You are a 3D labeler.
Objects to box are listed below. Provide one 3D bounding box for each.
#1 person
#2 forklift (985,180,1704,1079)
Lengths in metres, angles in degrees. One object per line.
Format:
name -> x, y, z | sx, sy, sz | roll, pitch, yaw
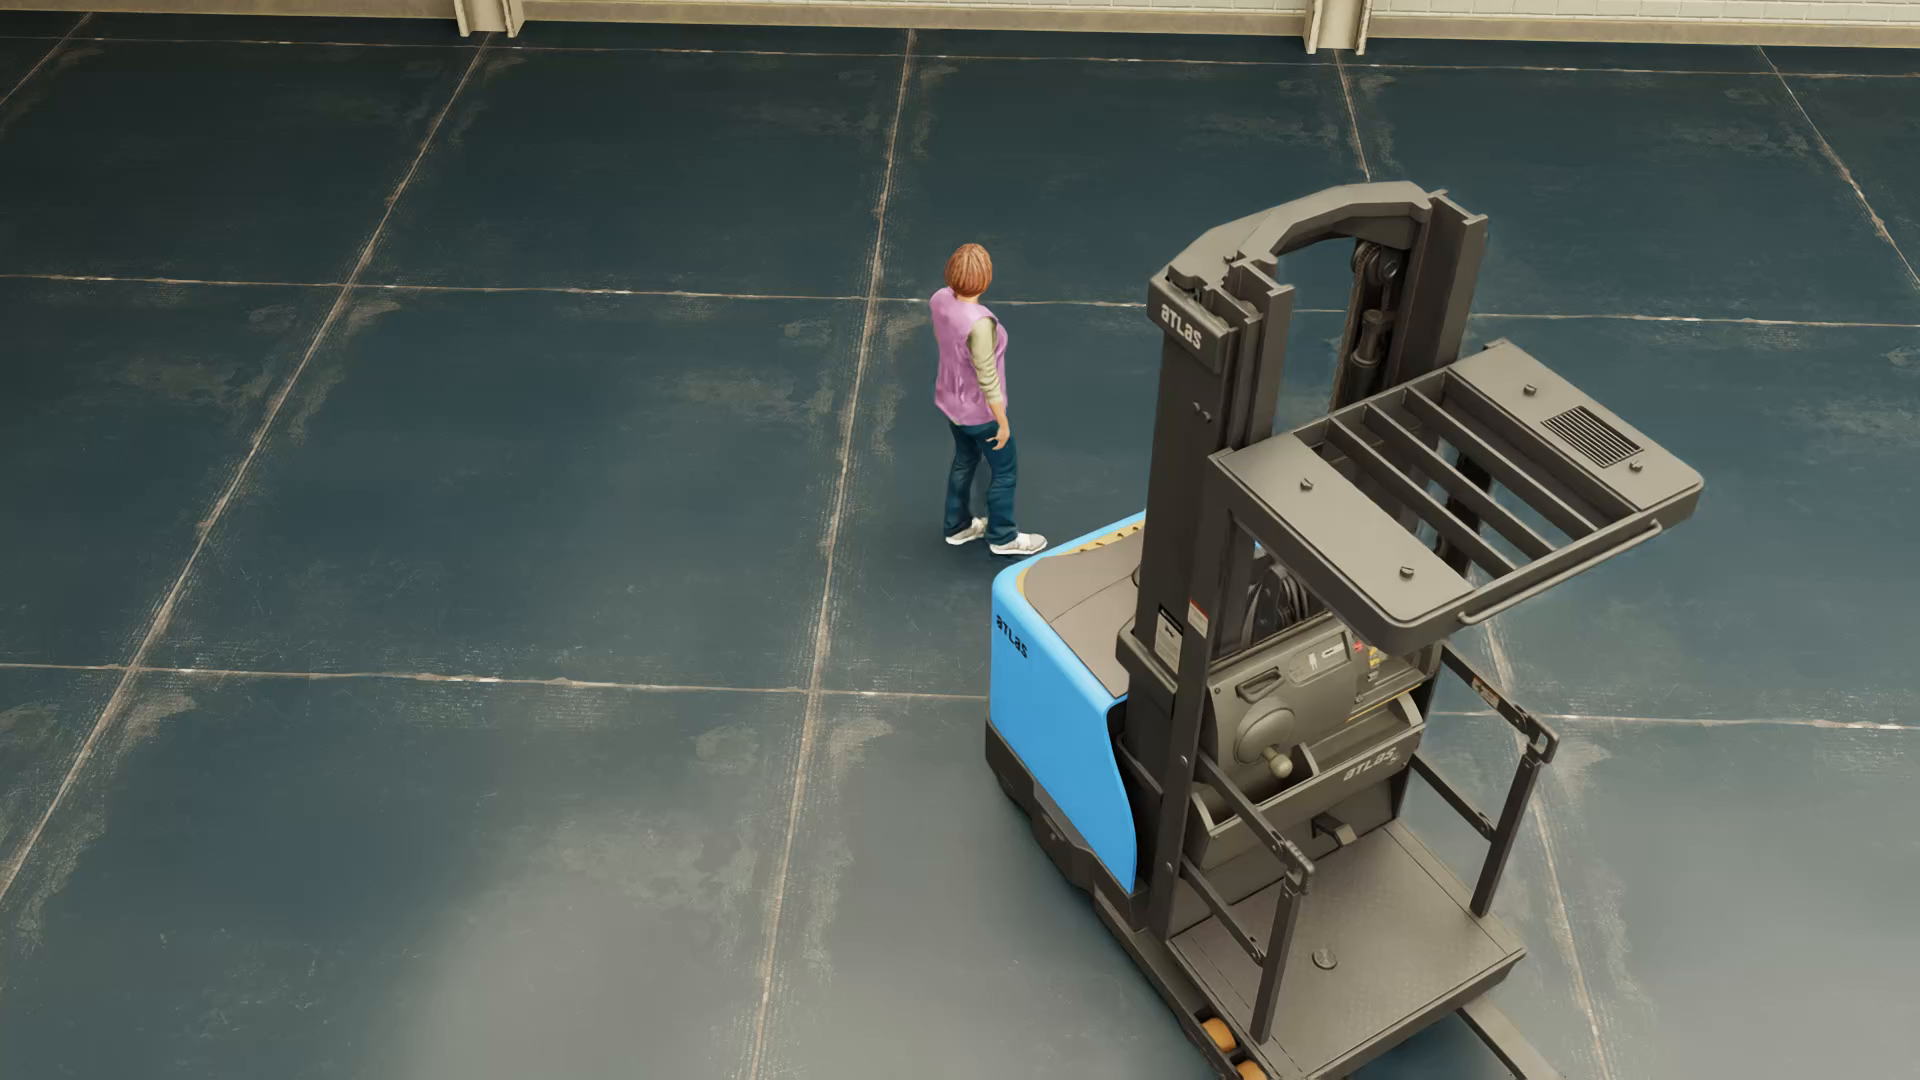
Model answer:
person -> 0.092, -0.625, 7.426 | 0.405, 1.587, 0.573 | -26, 48, -25
forklift -> 1.287, 0.523, 5.169 | 1.130, 2.935, 3.031 | -22, 47, -22
